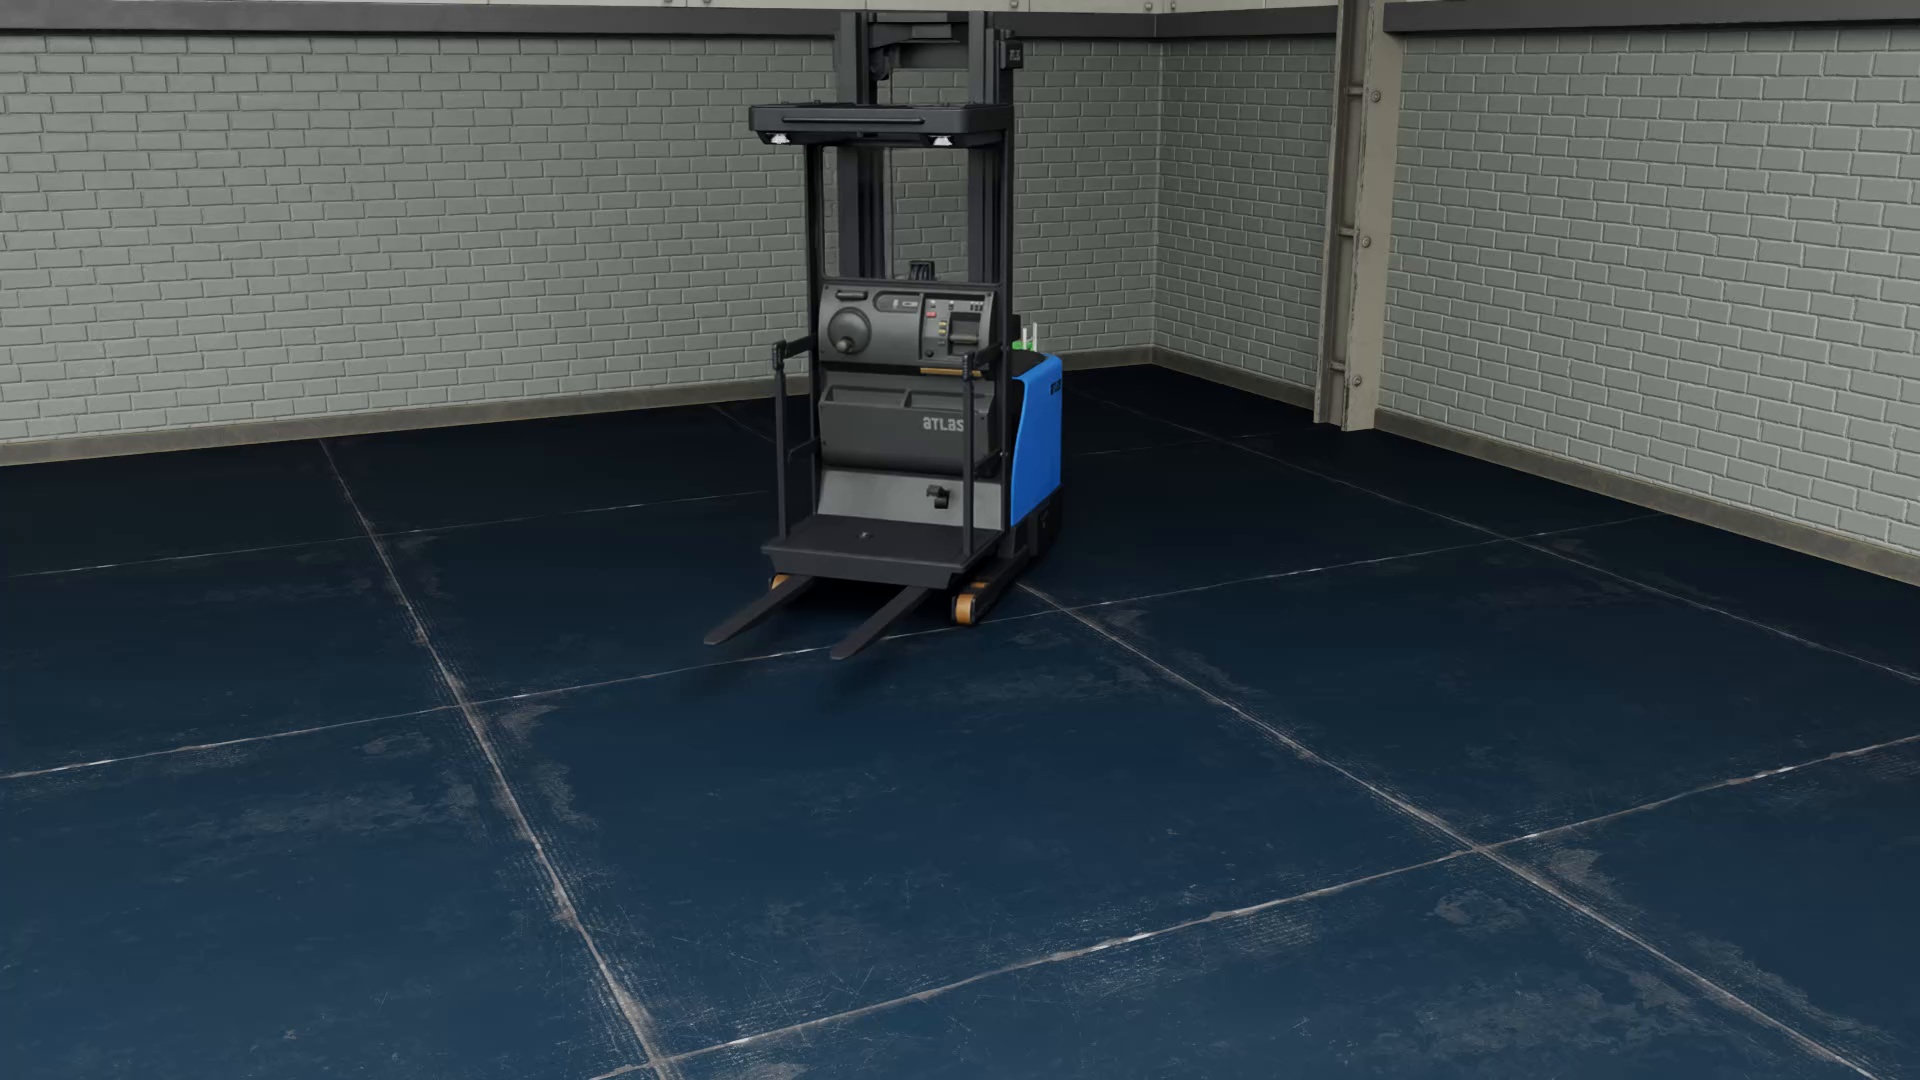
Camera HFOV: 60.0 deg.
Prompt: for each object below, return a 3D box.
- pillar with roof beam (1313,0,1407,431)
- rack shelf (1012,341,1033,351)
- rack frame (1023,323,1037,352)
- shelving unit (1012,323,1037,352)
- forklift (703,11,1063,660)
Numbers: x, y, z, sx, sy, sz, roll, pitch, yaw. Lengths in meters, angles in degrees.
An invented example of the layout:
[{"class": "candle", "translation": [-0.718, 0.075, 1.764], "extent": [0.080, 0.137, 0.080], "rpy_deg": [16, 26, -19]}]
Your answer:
[{"class": "pillar with roof beam", "translation": [-0.894, -4.697, 9.806], "extent": [9.100, 9.000, 0.400], "rpy_deg": [-8, 18, -25]}, {"class": "rack shelf", "translation": [0.183, -1.110, 9.935], "extent": [0.480, 0.148, 0.258], "rpy_deg": [5, 17, 18]}, {"class": "rack frame", "translation": [0.414, -0.689, 9.975], "extent": [0.015, 1.200, 0.240], "rpy_deg": [5, 17, 18]}, {"class": "shelving unit", "translation": [0.182, -0.710, 10.049], "extent": [0.503, 1.200, 0.258], "rpy_deg": [5, 17, 18]}, {"class": "forklift", "translation": [-0.345, -1.107, 8.295], "extent": [1.130, 2.935, 3.031], "rpy_deg": [5, 17, 18]}]
